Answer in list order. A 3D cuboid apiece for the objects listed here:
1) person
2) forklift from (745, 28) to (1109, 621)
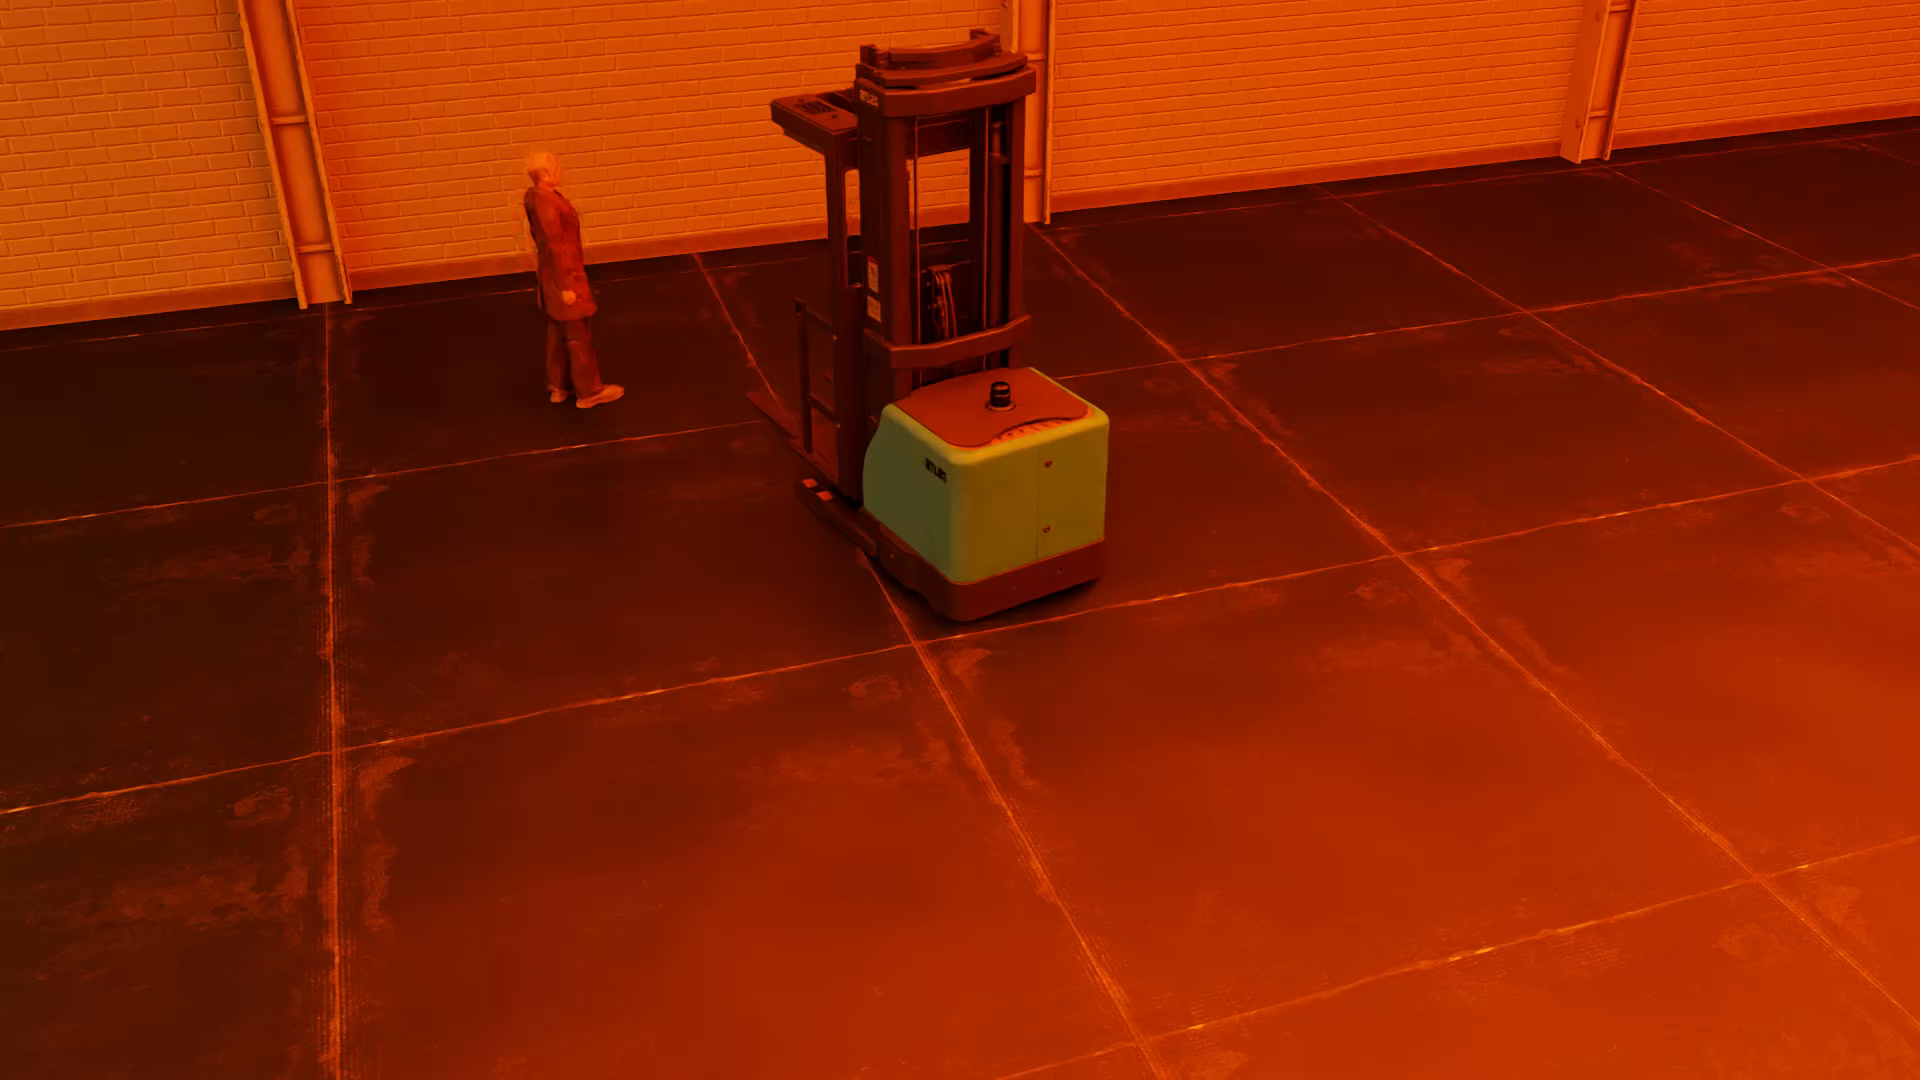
[{"bbox_3d":[-2.652,-1.789,11.354,0.517,1.780,0.555,-13,32,-21],"label":"person"},{"bbox_3d":[-0.375,-1.520,9.728,1.130,2.935,3.031,-17,34,-27],"label":"forklift"}]
